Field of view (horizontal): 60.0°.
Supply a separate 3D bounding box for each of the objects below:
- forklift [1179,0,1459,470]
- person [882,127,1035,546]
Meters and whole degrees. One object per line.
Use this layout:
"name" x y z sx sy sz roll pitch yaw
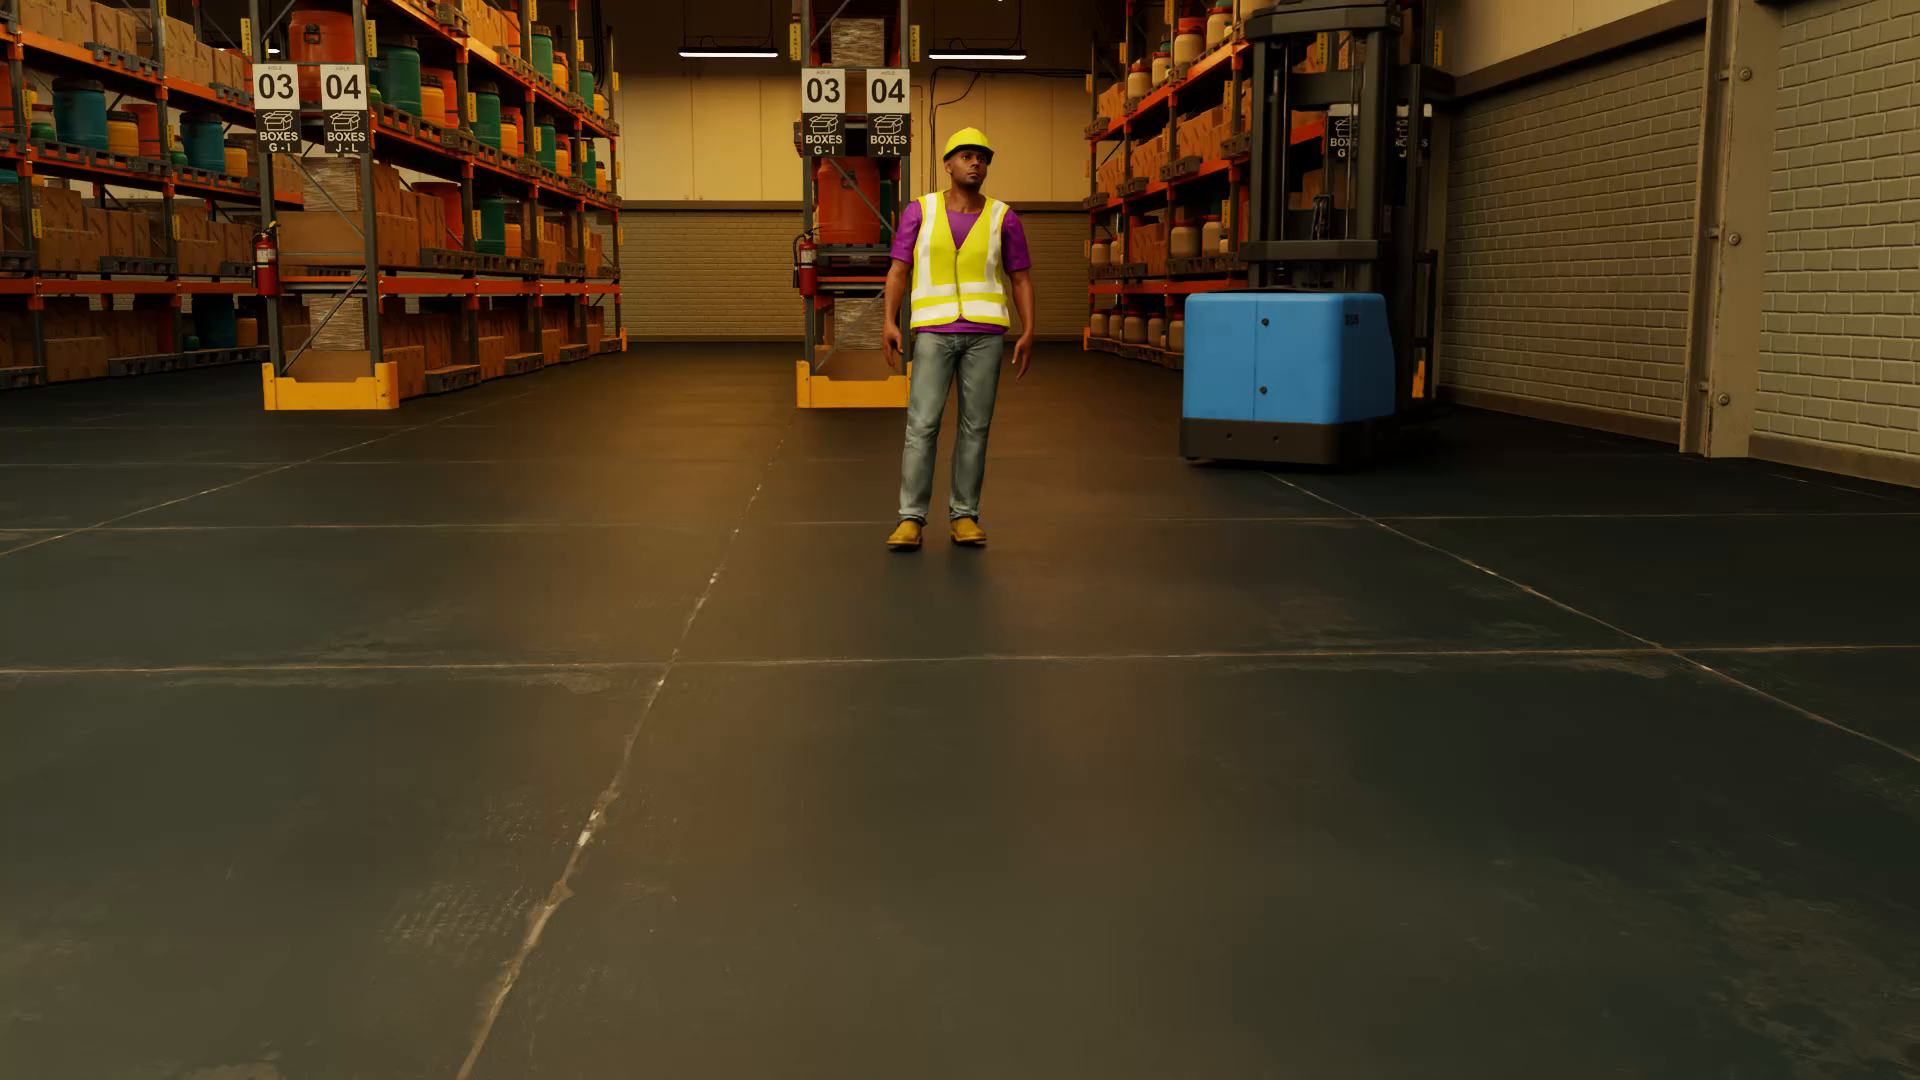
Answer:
"forklift" 2.595 -2.044 11.099 1.130 2.935 3.031 5 10 33
"person" -0.001 -0.870 7.110 0.666 1.768 0.575 -1 8 -4
